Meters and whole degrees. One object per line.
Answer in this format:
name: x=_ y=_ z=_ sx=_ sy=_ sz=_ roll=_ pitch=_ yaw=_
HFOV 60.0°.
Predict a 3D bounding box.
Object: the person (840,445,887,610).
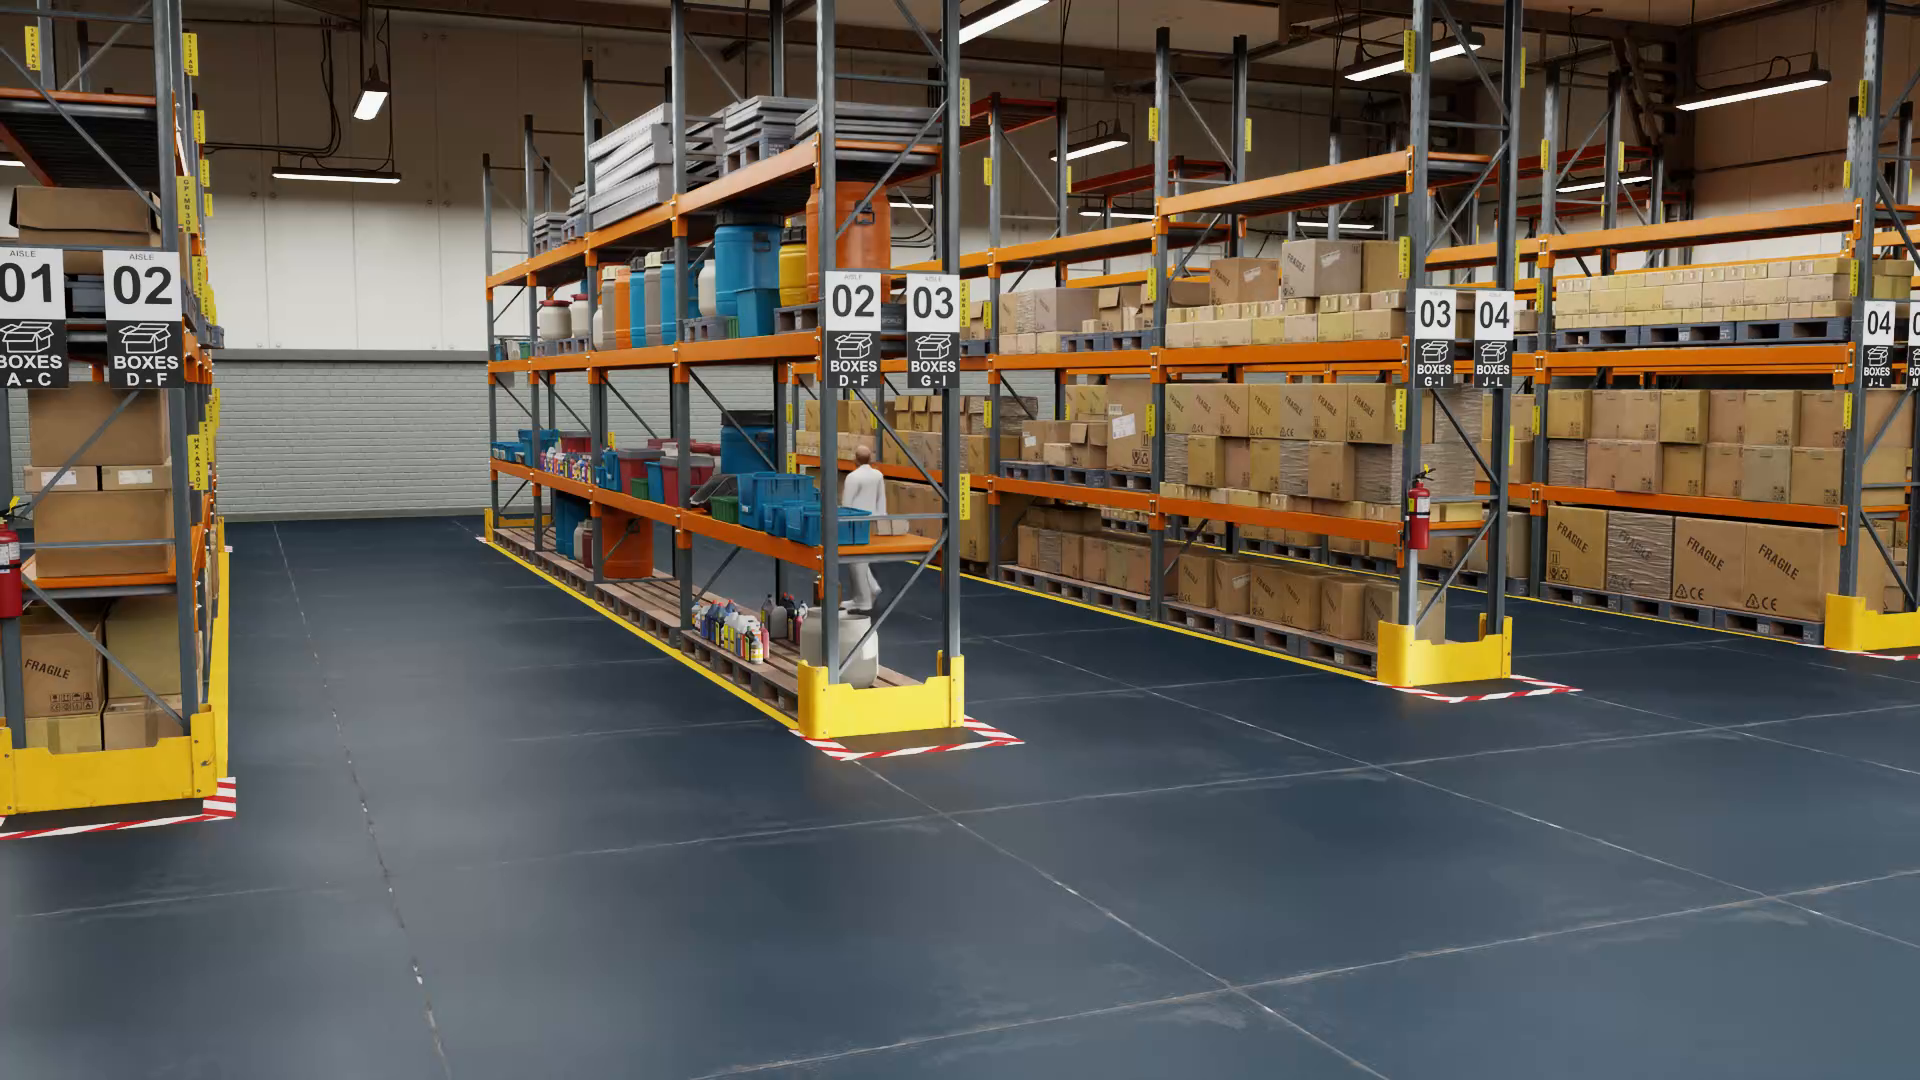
person: x=-1.120 y=-0.124 z=17.943 sx=0.457 sy=1.801 sz=0.595 roll=3 pitch=6 yaw=30
